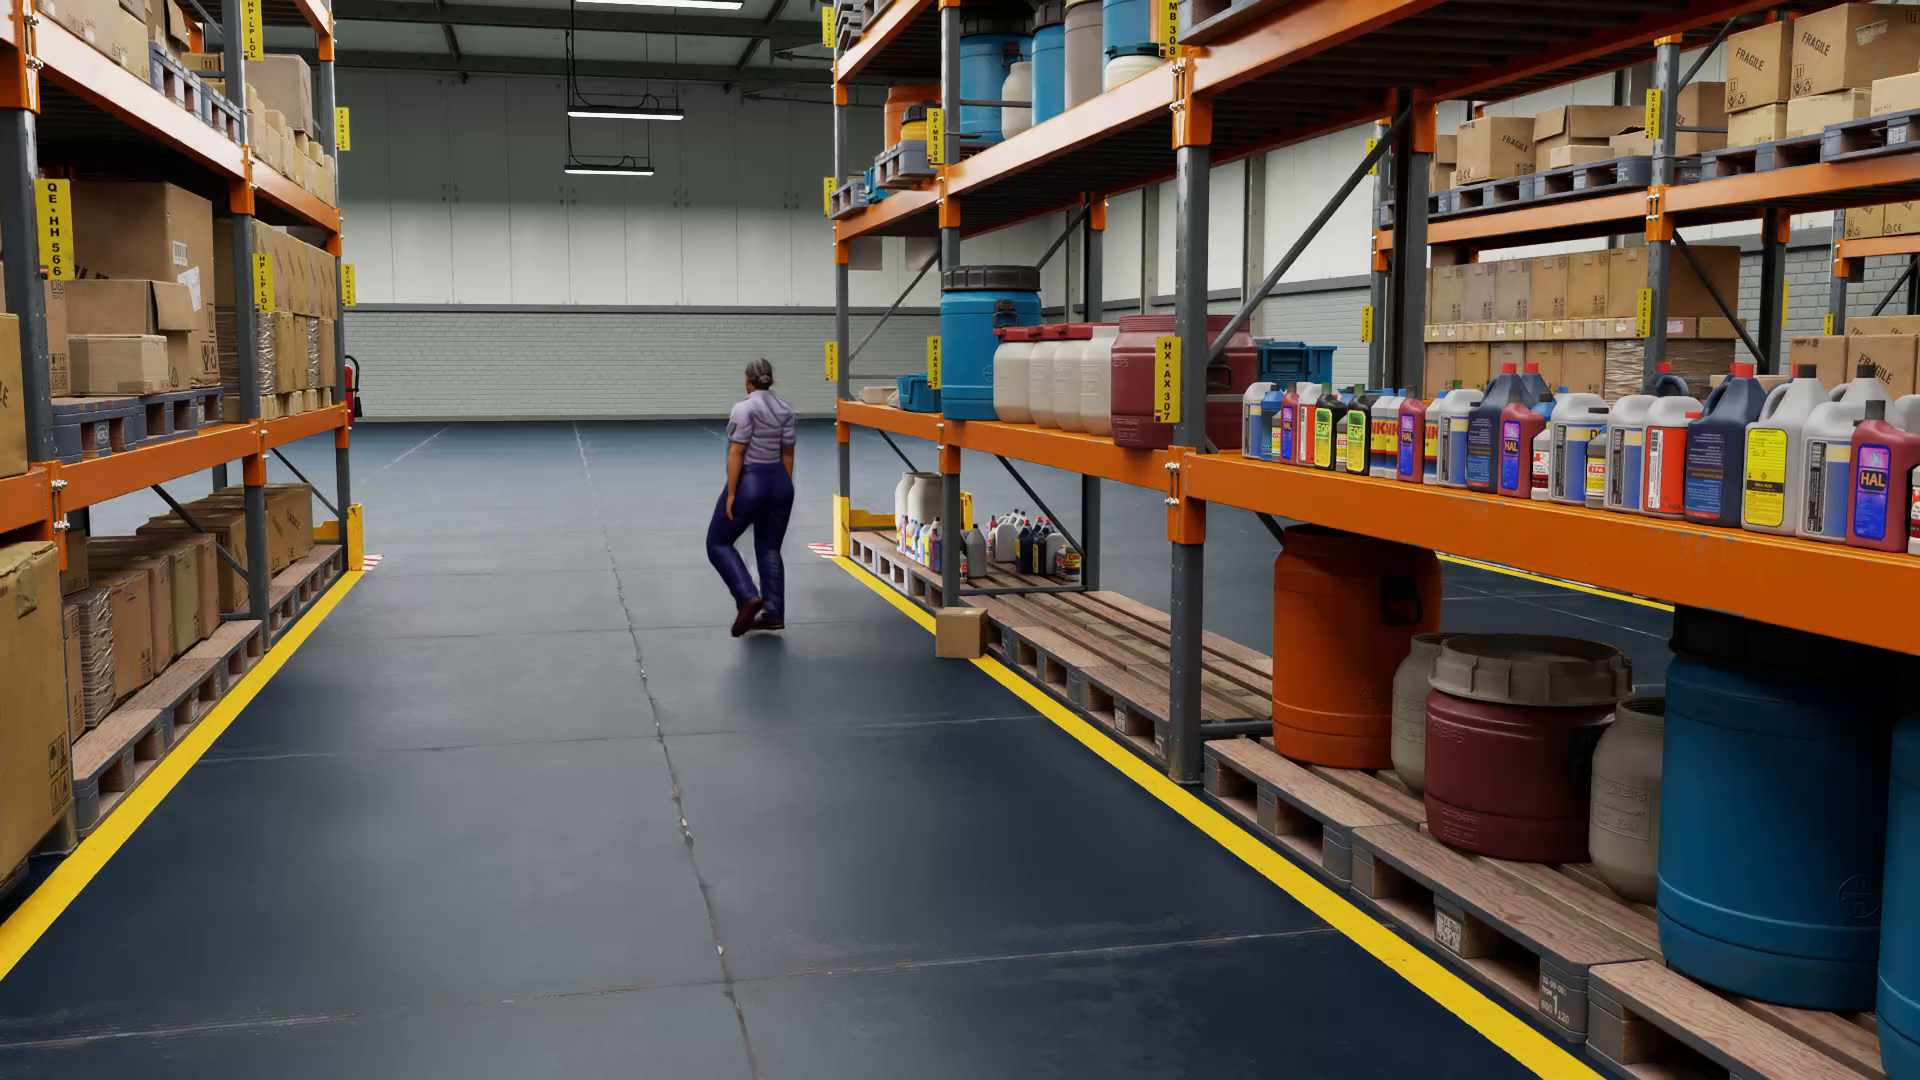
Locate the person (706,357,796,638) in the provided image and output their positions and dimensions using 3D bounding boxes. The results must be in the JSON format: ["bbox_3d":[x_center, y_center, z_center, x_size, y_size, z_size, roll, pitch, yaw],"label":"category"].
[{"bbox_3d":[-1.245,-0.259,10.029,0.508,1.673,0.429,-6,9,-43],"label":"person"}]
